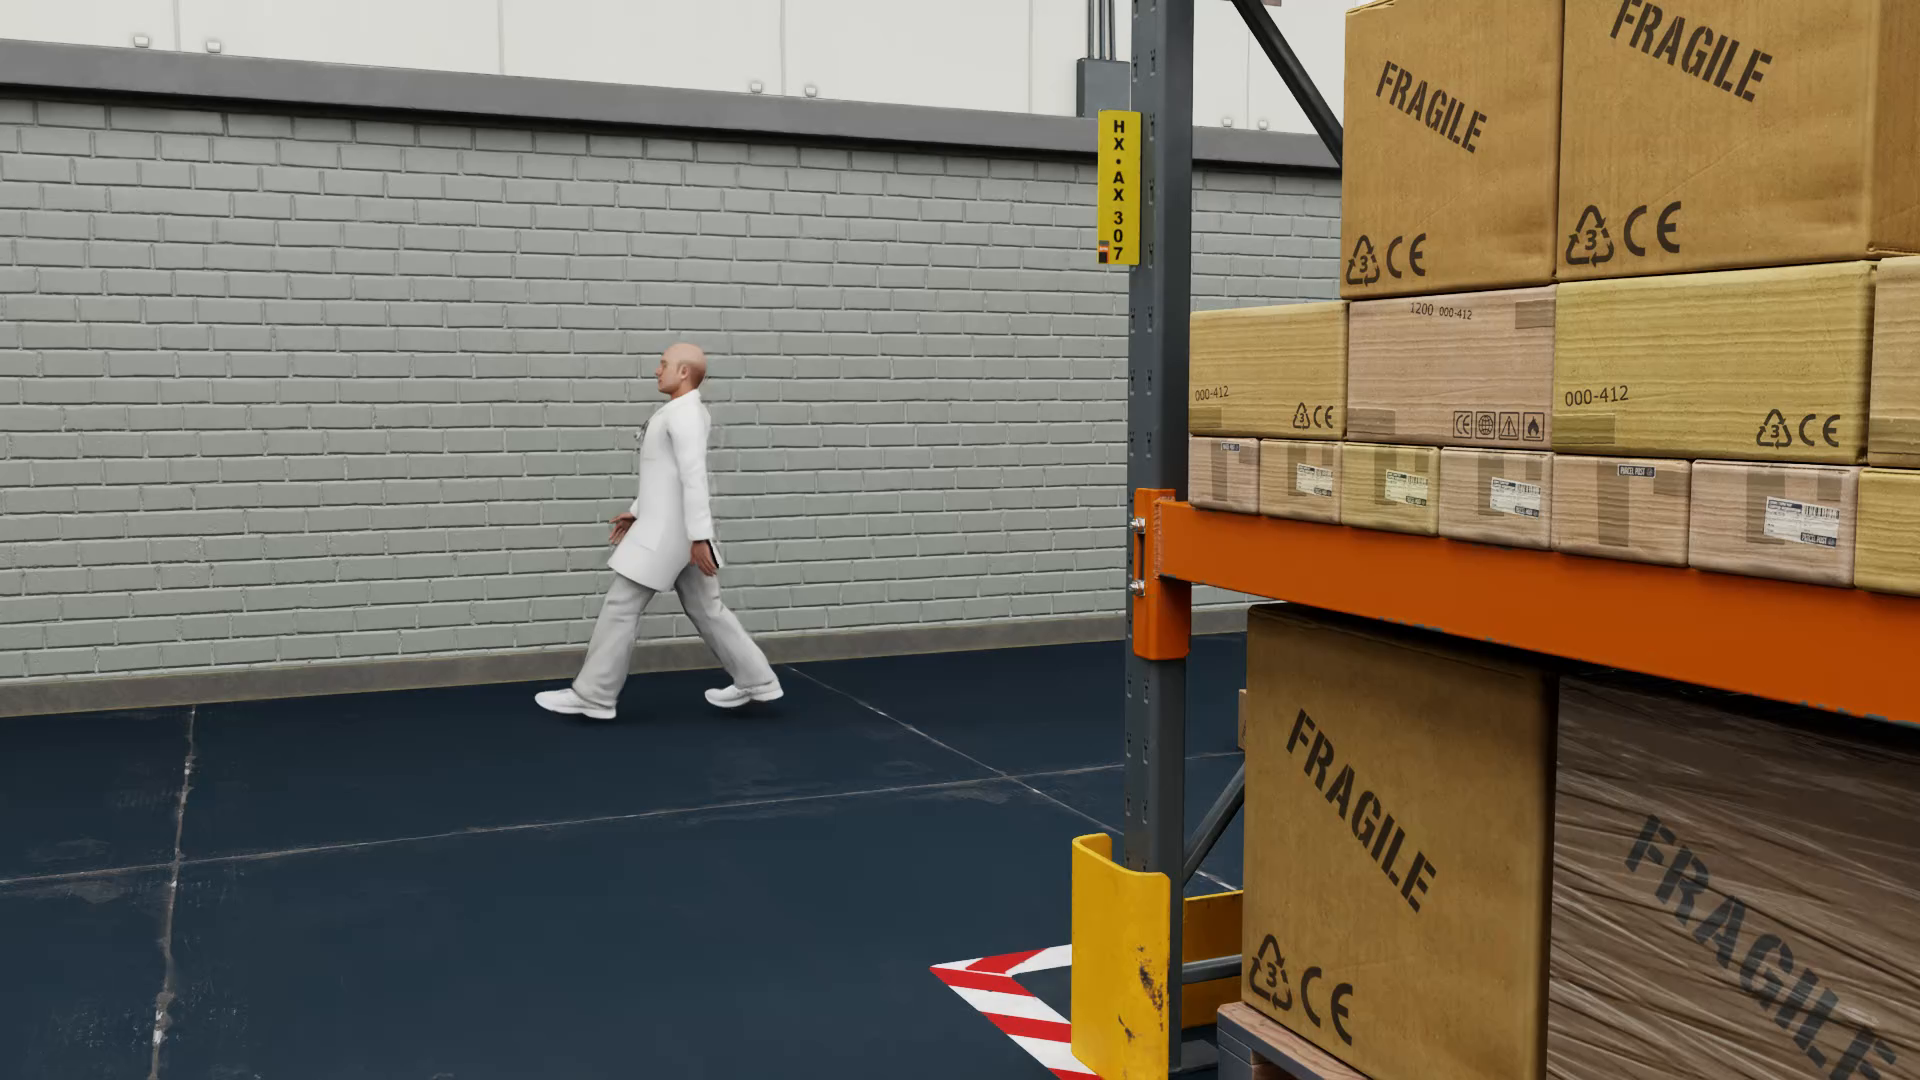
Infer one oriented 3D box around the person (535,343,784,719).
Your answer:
[{"bbox_3d":[-1.389,-0.047,7.697,1.119,1.720,0.566,0,5,2],"label":"person"}]
